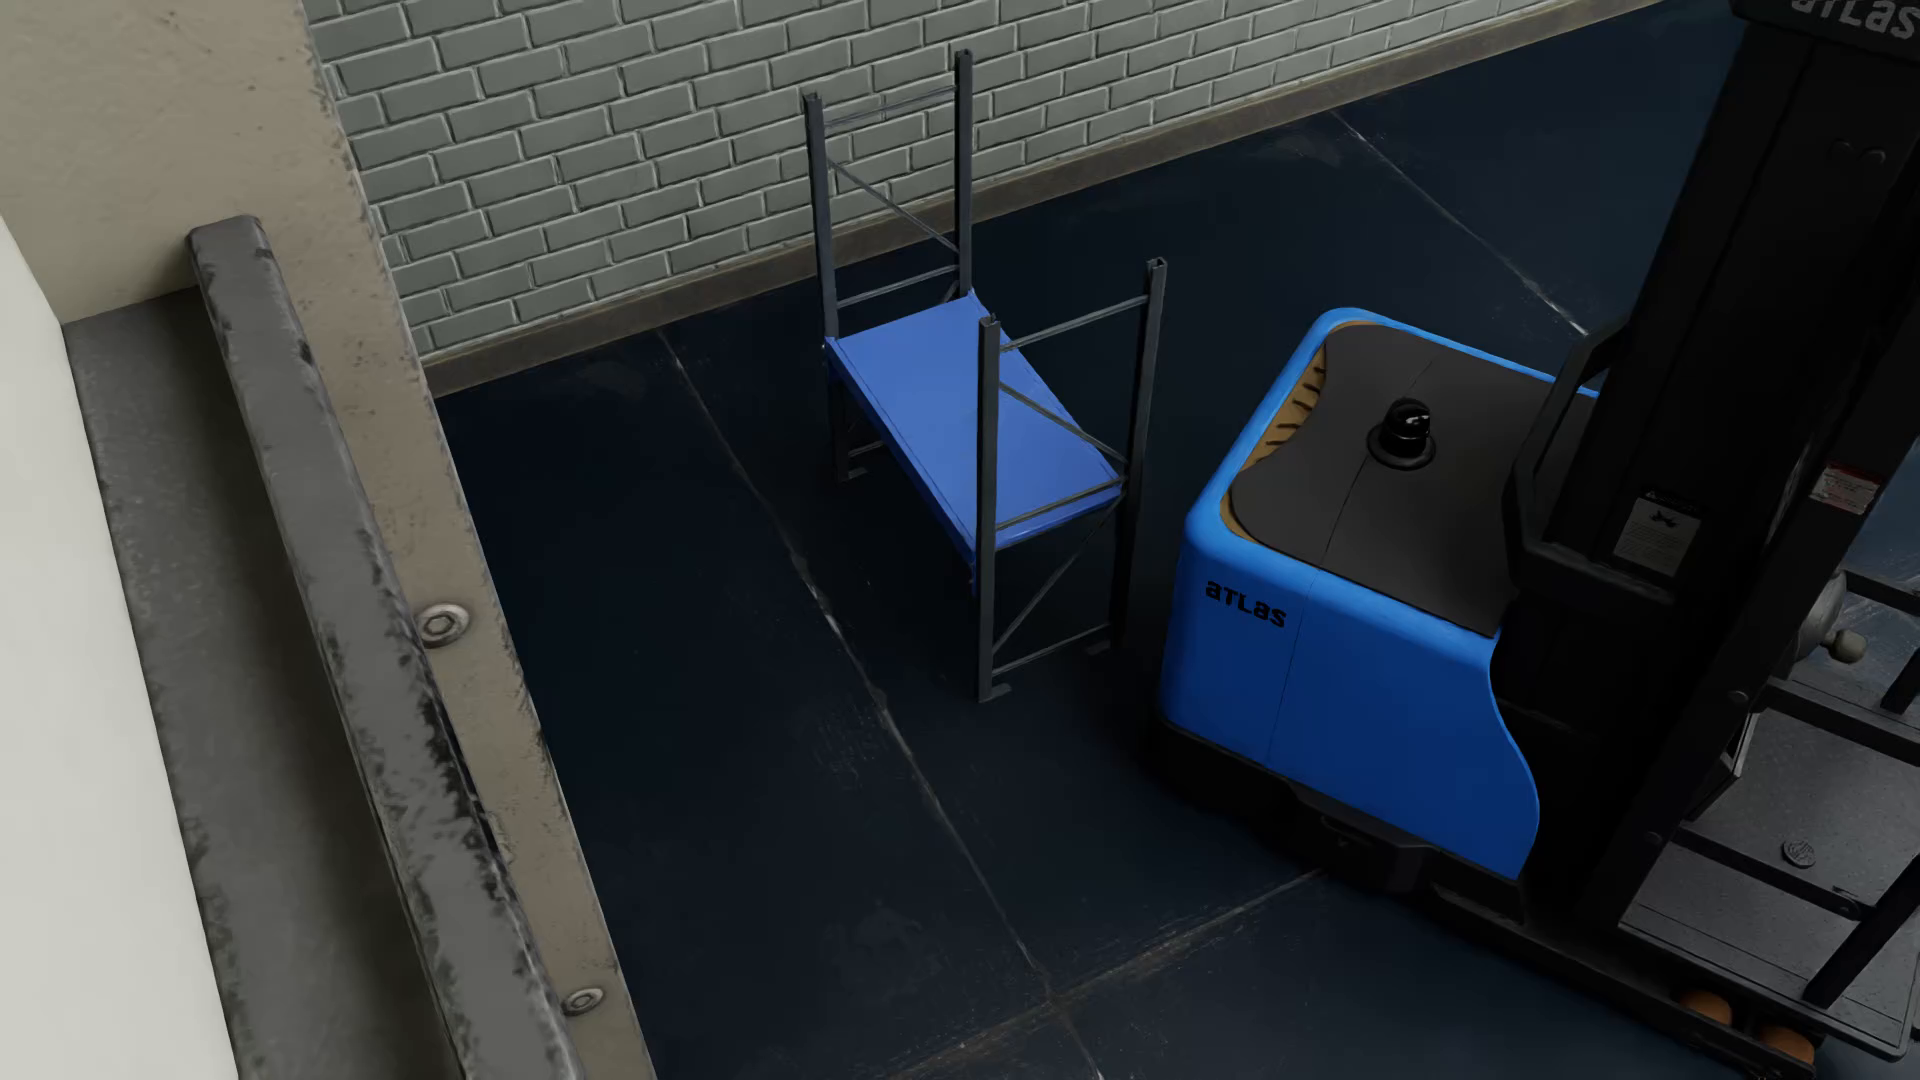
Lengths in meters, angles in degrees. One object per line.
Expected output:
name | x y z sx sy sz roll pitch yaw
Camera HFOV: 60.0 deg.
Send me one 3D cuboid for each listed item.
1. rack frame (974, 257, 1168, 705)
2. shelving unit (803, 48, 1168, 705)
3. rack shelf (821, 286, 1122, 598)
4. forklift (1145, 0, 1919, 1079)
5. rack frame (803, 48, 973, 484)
rack frame | 0.272 -0.096 4.505 0.500 1.500 0.032 -21 52 -18
shelving unit | 0.039 -0.437 4.803 0.538 1.500 1.048 -21 52 -18
rack shelf | 0.039 -0.318 4.938 0.538 0.185 1.000 -21 52 -18
forklift | 2.066 -0.049 3.513 3.031 2.935 1.130 24 53 19
rack frame | -0.194 -0.777 5.100 0.500 1.500 0.032 -21 52 -18
